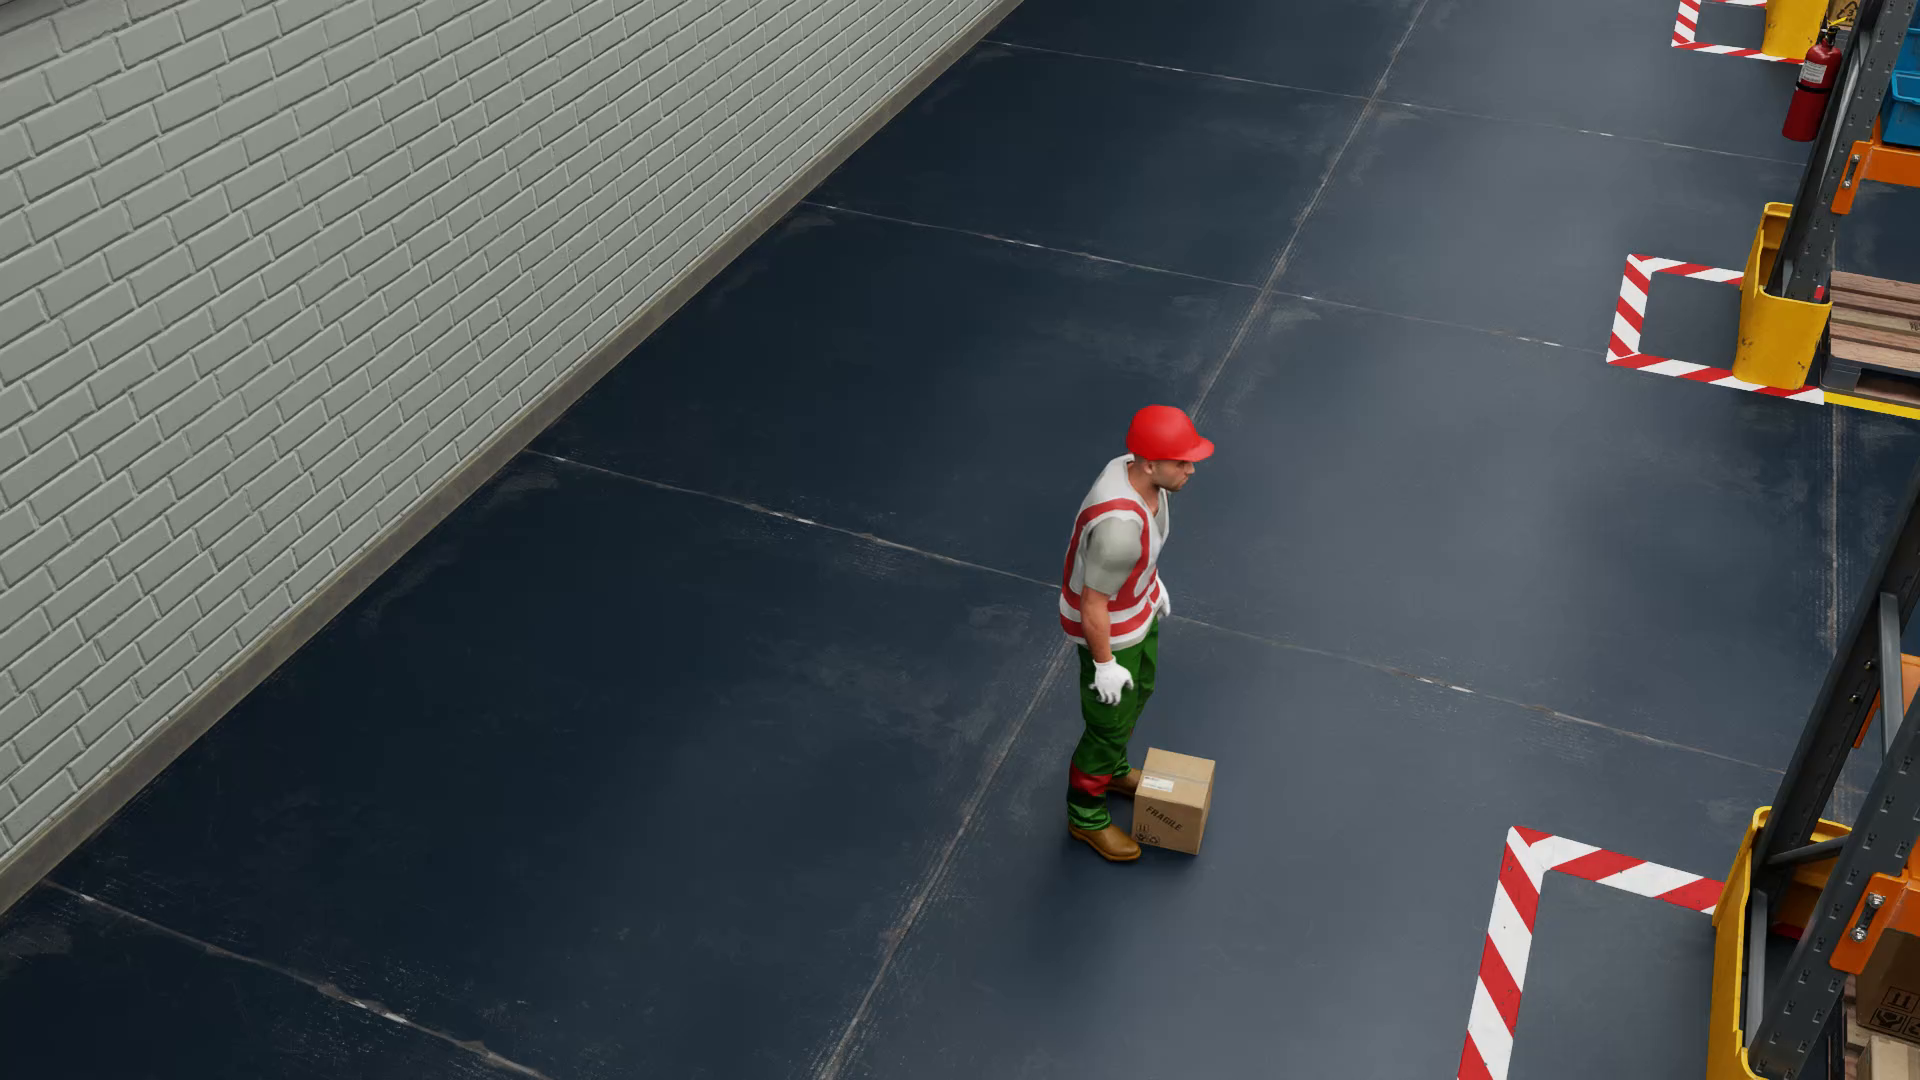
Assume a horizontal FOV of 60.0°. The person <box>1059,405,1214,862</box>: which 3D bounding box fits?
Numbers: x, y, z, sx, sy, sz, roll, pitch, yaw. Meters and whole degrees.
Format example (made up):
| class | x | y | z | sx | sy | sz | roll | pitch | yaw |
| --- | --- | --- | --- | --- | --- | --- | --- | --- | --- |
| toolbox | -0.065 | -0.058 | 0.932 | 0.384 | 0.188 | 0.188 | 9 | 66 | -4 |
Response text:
| class | x | y | z | sx | sy | sz | roll | pitch | yaw |
| --- | --- | --- | --- | --- | --- | --- | --- | --- | --- |
| person | 0.579 | 0.298 | 5.744 | 0.453 | 1.779 | 0.608 | 14 | 39 | 17 |
